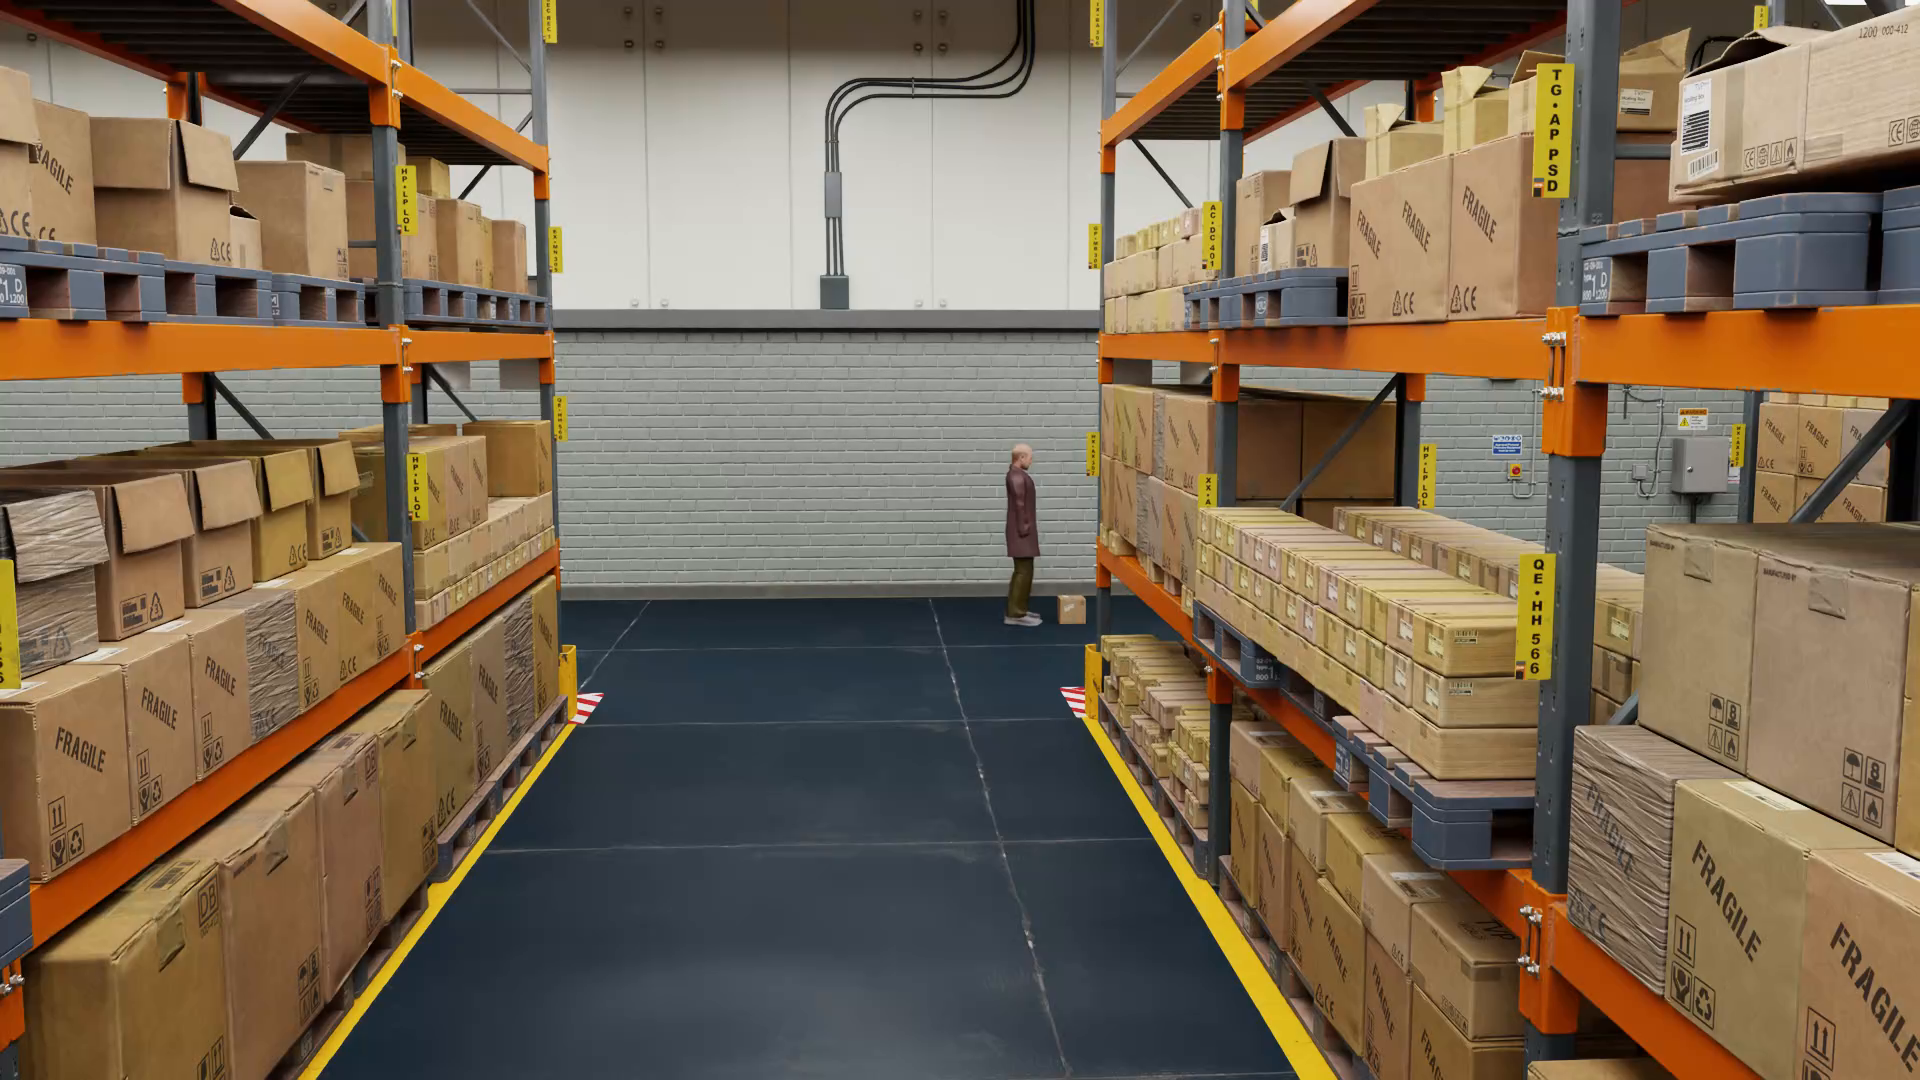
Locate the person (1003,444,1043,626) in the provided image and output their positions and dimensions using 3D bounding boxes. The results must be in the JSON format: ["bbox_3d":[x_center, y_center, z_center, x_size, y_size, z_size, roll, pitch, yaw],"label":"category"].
[{"bbox_3d":[0.617,-0.060,16.383,0.384,1.776,0.563,0,7,-3],"label":"person"}]
